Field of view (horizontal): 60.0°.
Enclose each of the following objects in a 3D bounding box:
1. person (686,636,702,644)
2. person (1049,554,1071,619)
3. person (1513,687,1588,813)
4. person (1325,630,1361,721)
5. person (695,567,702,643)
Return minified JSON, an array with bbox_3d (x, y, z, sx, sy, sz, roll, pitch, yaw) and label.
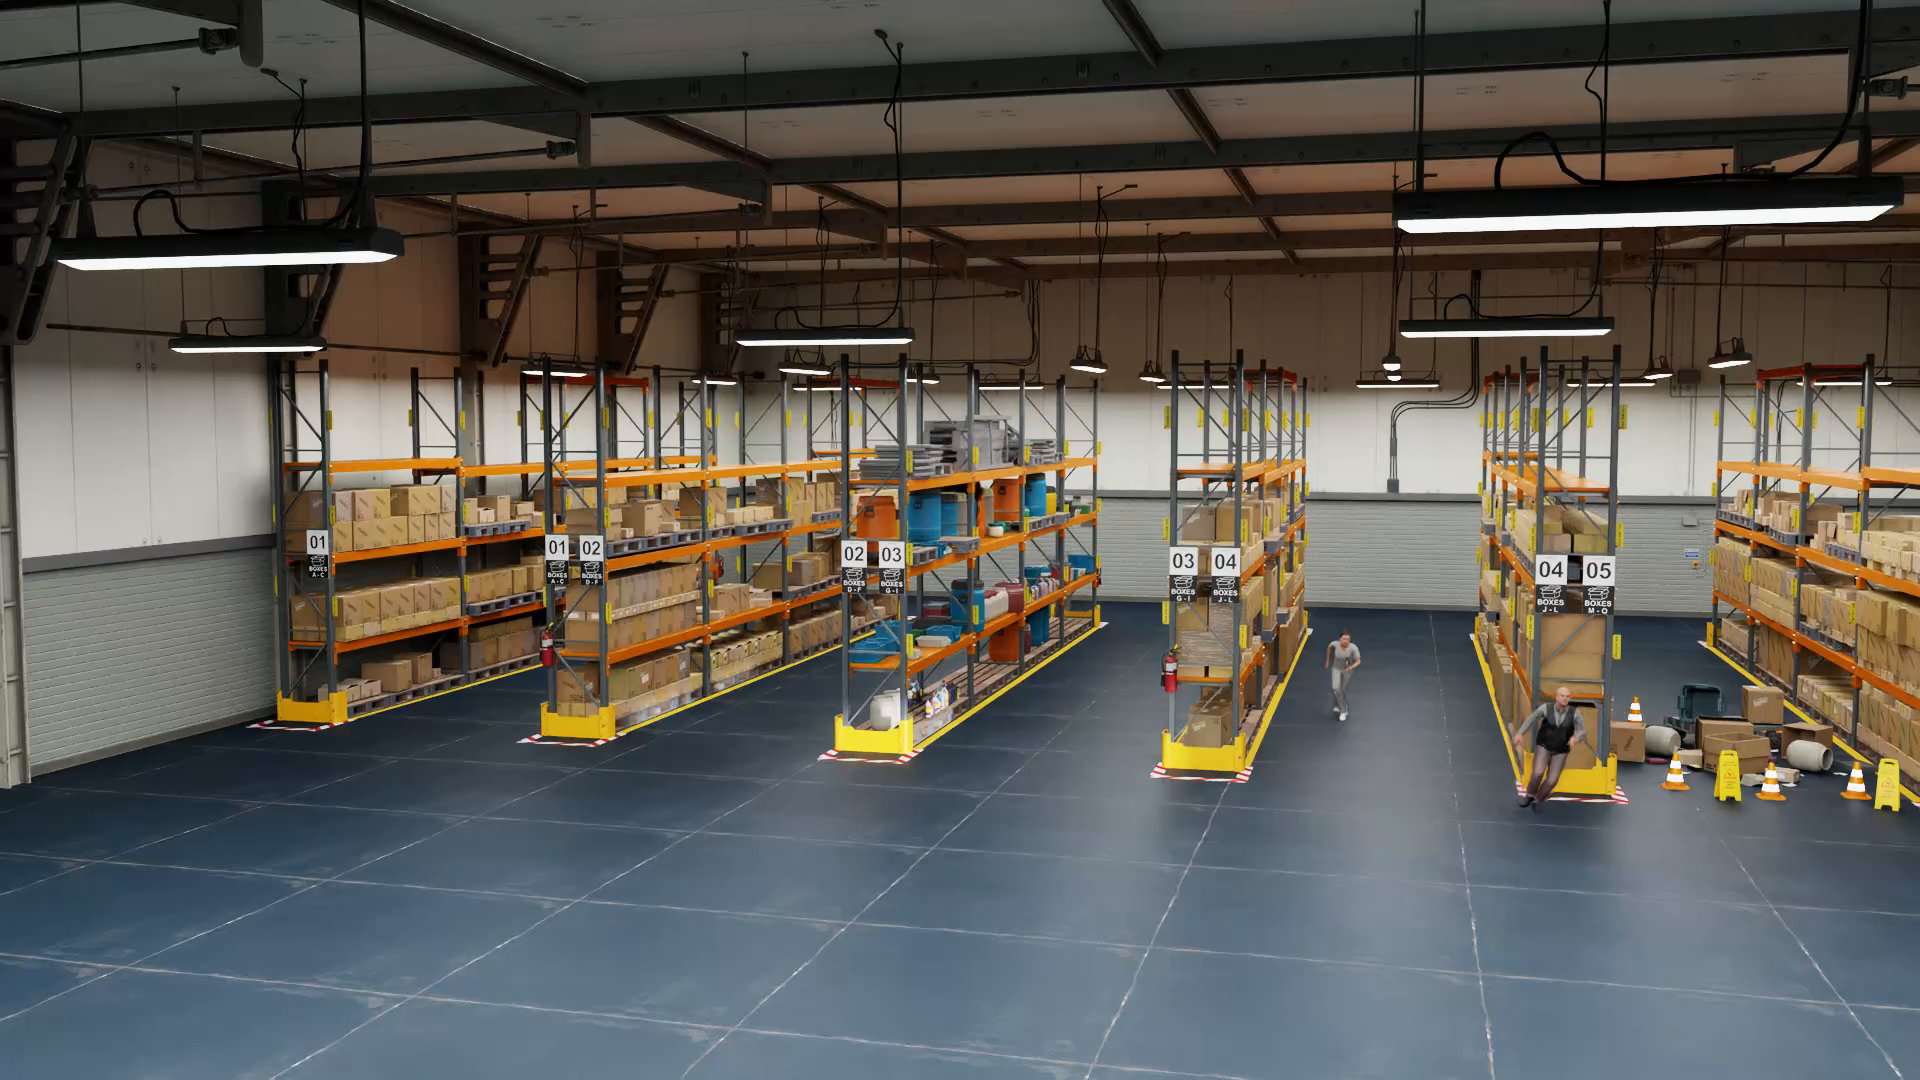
[{"bbox_3d":[-5.536,1.715,34.531,0.692,1.604,0.935,0,4,-3],"label":"person"},{"bbox_3d":[2.467,1.153,41.590,0.902,1.634,0.530,1,4,20],"label":"person"},{"bbox_3d":[7.542,2.689,21.170,0.836,1.640,0.651,0,4,6],"label":"person"},{"bbox_3d":[6.429,2.219,27.953,0.571,1.515,1.028,1,4,11],"label":"person"},{"bbox_3d":[-5.876,1.483,36.688,0.689,1.792,0.764,0,4,3],"label":"person"}]
